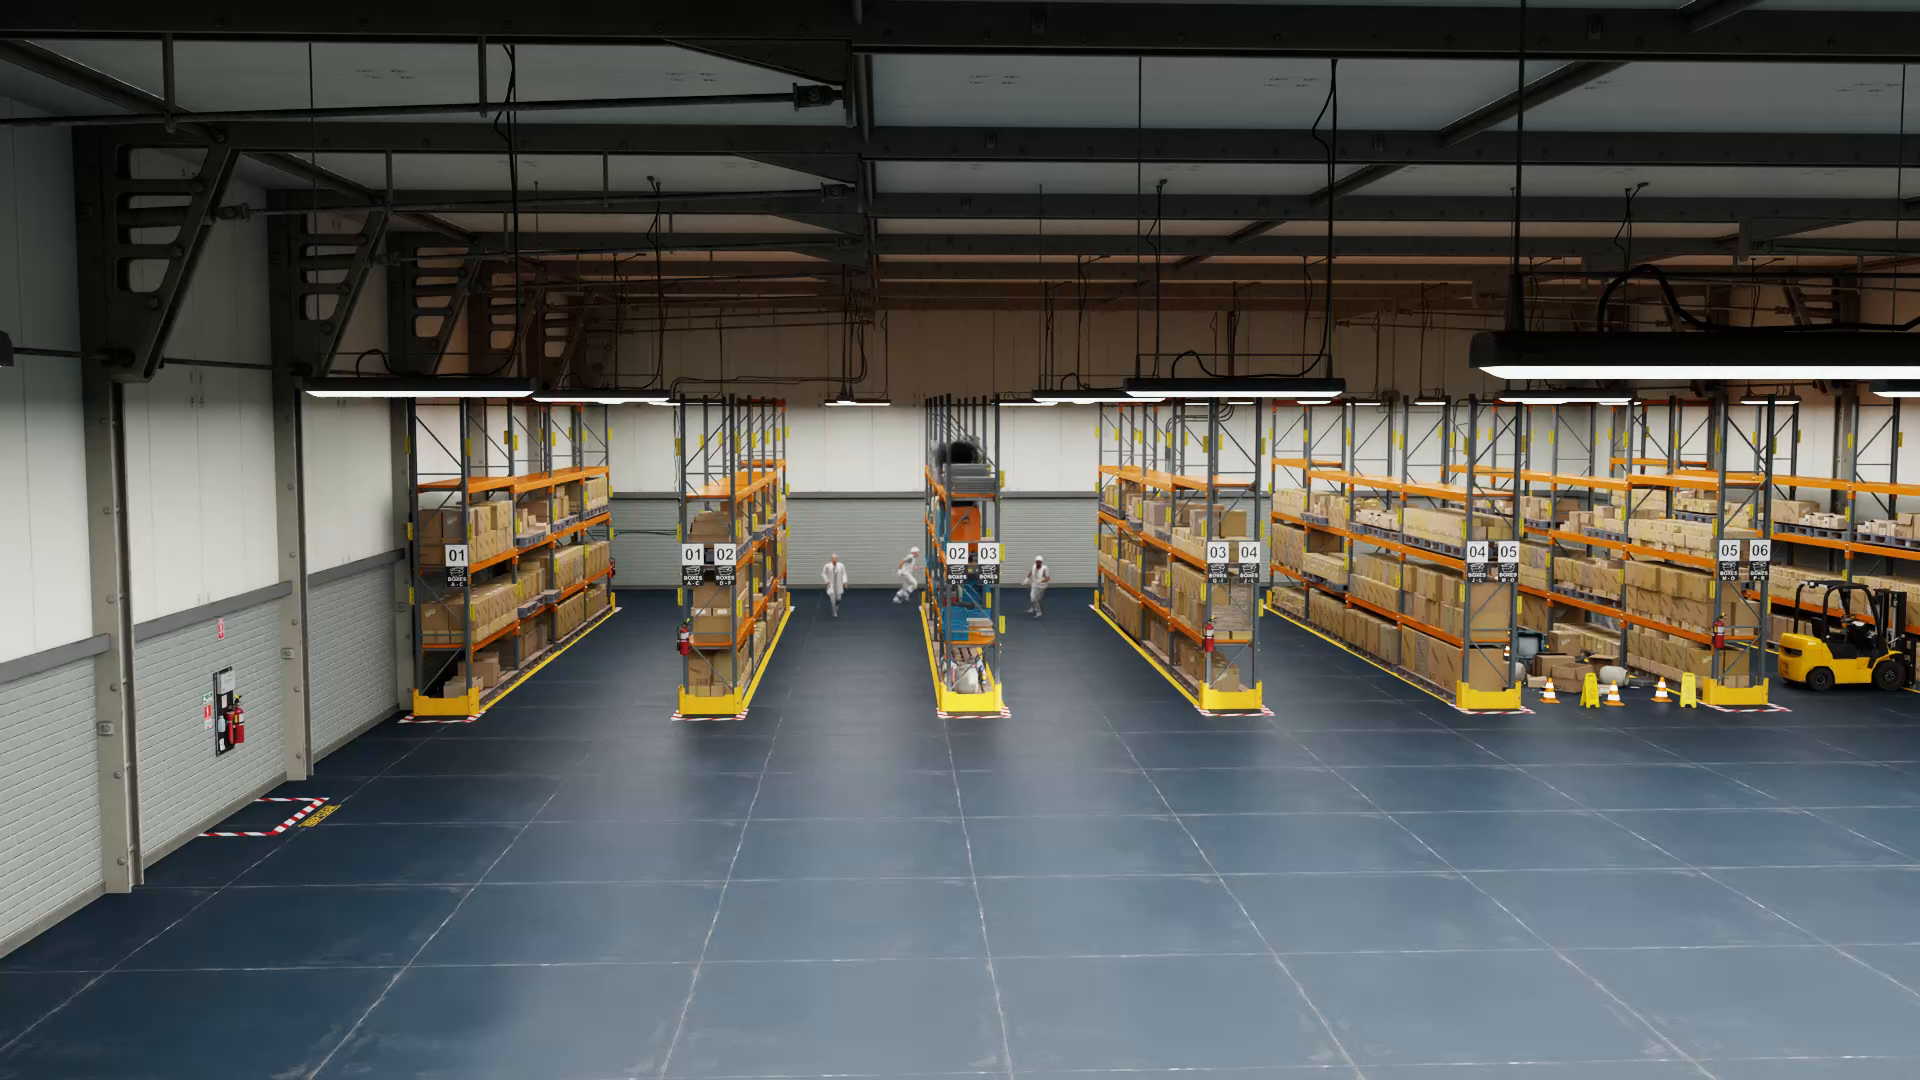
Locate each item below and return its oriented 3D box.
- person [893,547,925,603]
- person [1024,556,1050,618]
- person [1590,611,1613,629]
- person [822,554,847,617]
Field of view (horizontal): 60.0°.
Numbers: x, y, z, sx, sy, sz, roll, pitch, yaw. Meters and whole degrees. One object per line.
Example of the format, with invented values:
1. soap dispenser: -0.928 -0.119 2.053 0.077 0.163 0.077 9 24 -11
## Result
1. person: -1.488 1.032 48.796 0.951 1.645 0.680 1 5 7
2. person: 2.141 1.282 45.757 0.816 1.722 0.691 2 5 23
3. person: 16.409 1.553 42.657 0.601 1.641 0.947 -1 5 -12
4. person: -3.470 1.248 45.843 0.694 1.723 0.666 -1 5 -15
